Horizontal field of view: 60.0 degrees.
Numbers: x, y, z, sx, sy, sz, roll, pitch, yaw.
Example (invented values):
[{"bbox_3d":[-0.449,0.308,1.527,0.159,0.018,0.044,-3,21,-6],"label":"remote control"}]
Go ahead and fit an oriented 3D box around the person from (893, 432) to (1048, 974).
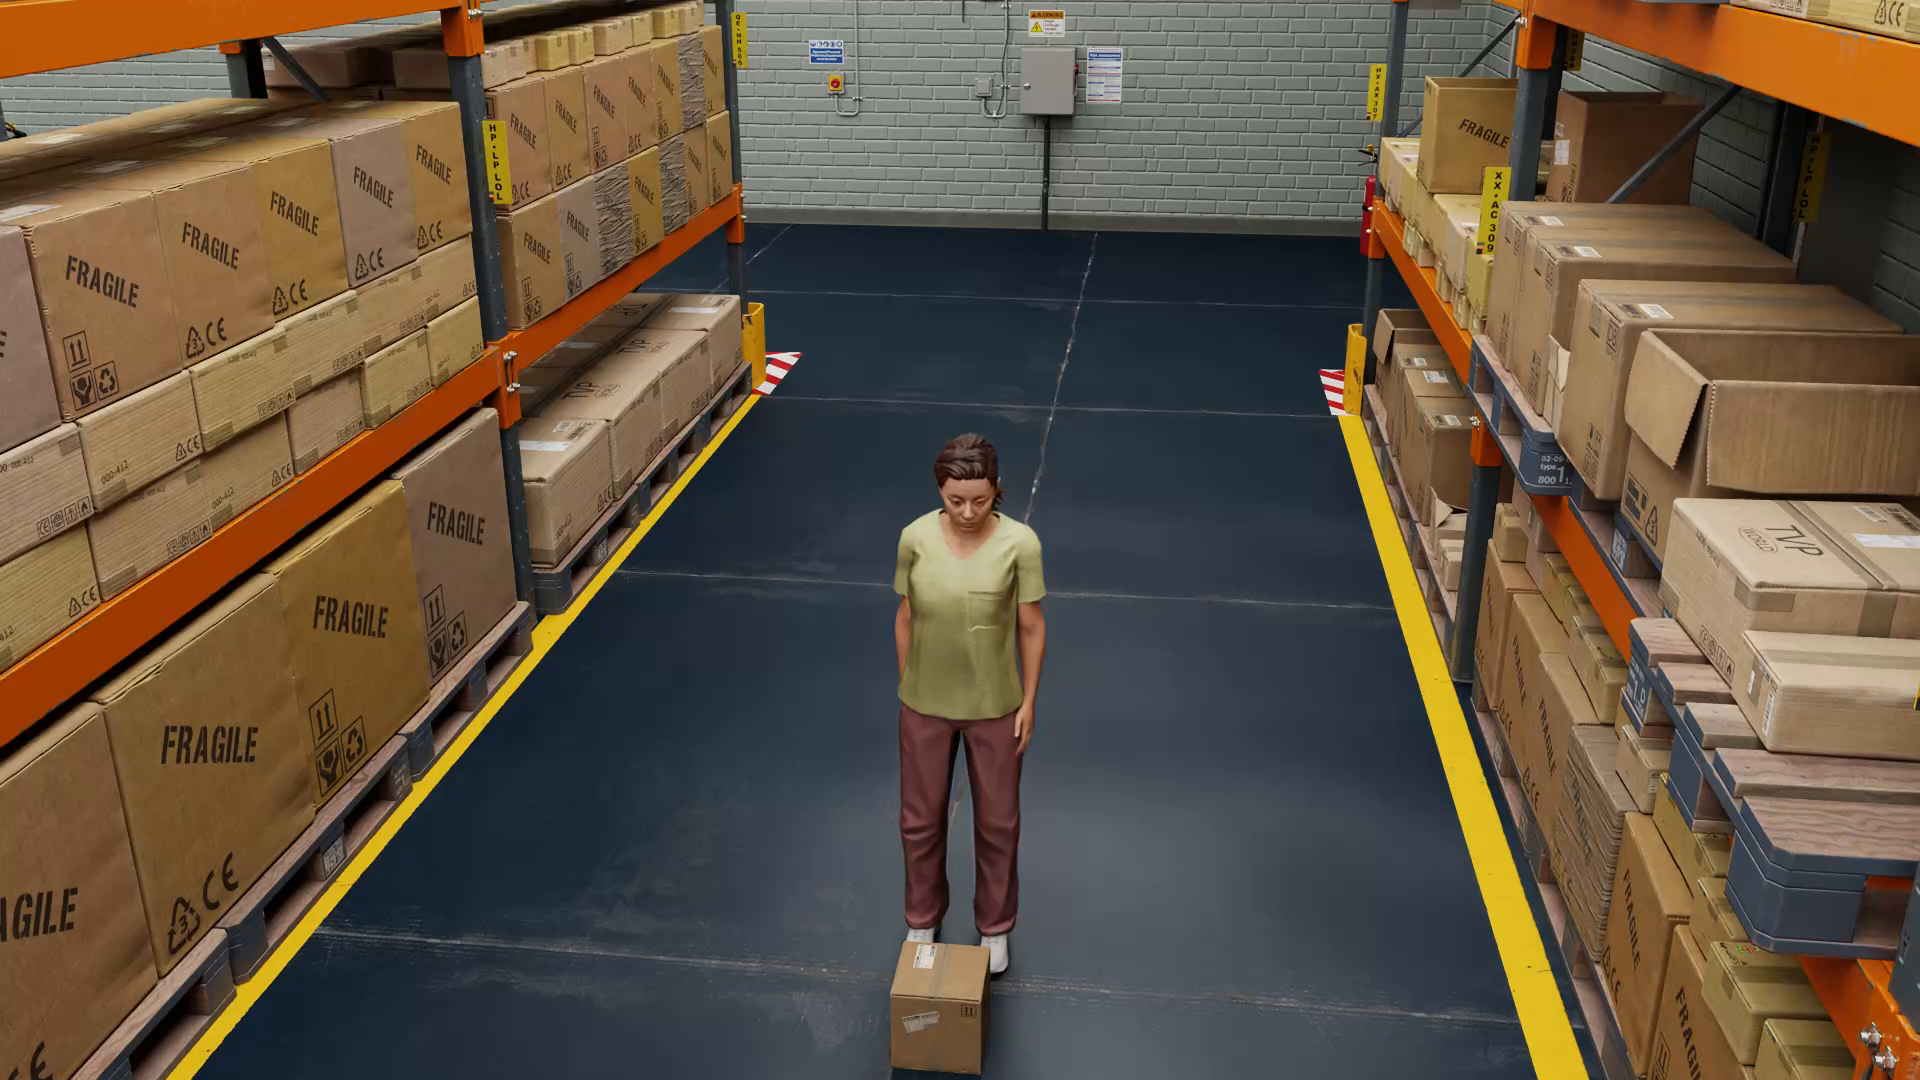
[{"bbox_3d":[0.023,0.479,4.868,0.447,1.671,0.360,3,21,7],"label":"person"}]
